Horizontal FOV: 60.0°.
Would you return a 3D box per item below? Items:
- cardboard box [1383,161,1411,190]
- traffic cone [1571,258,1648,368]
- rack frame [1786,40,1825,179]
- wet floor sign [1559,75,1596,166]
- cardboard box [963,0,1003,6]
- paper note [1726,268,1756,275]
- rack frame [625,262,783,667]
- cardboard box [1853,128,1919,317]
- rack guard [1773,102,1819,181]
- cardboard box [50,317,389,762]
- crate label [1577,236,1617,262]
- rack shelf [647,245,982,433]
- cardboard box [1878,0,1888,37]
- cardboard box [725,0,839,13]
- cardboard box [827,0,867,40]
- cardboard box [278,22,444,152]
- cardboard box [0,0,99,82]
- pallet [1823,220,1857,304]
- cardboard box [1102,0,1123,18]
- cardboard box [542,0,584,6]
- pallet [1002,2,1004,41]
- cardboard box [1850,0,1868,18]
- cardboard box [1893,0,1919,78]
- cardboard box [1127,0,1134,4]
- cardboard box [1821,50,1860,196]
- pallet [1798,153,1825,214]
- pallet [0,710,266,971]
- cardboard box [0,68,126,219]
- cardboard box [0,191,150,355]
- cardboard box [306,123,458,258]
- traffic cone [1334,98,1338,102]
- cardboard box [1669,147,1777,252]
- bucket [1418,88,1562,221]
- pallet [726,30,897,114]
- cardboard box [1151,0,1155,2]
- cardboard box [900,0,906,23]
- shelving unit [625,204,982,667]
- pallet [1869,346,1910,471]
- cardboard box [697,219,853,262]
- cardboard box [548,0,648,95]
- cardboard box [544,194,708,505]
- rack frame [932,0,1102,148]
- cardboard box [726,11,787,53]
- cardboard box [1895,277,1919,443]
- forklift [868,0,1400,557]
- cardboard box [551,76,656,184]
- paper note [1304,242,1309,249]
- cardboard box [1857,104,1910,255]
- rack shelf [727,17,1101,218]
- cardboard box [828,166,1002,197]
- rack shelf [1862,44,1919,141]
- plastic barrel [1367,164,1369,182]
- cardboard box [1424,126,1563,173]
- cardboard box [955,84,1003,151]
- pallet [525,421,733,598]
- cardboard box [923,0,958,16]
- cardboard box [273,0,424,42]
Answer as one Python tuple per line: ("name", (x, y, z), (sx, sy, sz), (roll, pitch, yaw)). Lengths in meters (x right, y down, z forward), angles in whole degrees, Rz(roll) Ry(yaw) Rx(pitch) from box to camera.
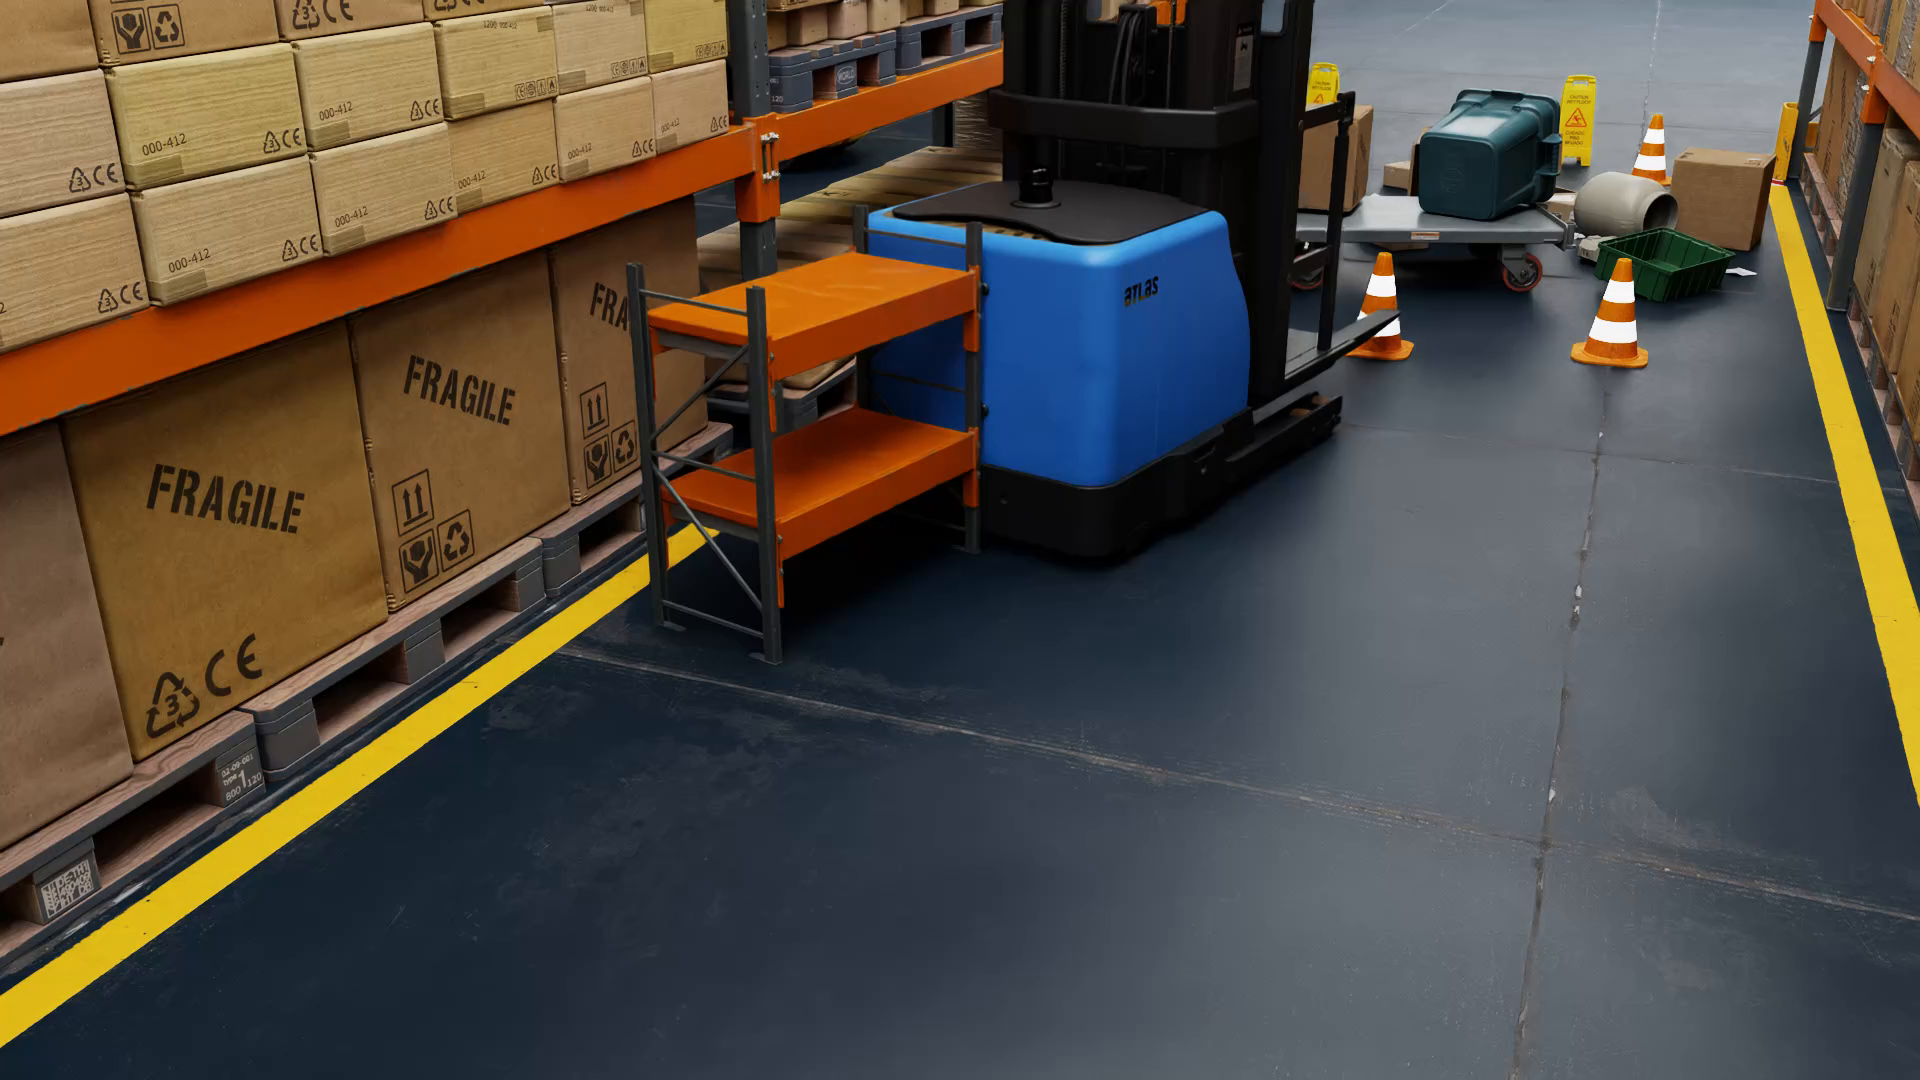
("cardboard box", (3.193, -2.542, 11.642), (0.250, 0.149, 0.380), (-17, 28, -35))
("traffic cone", (3.052, -1.077, 7.727), (0.336, 0.463, 0.334), (9, 24, 20))
("rack frame", (6.438, -3.942, 11.297), (1.000, 3.000, 0.127), (9, 24, 20))
("wet floor sign", (4.610, -3.150, 12.454), (0.267, 0.644, 0.232), (5, 23, 11))
("cardboard box", (-0.009, -2.675, 8.043), (0.380, 0.149, 0.250), (9, 24, 20))
("paper note", (4.361, -1.512, 9.328), (0.147, 0.020, 0.142), (-7, 24, -17))
("rack frame", (-0.733, -0.209, 4.790), (0.500, 1.125, 0.032), (15, 27, 32))
("cardboard box", (4.805, -1.432, 7.660), (1.050, 0.750, 0.750), (9, 24, 20))
("rack guard", (6.447, -2.798, 11.799), (1.175, 0.500, 0.348), (9, 24, 20))
("cardboard box", (-2.169, -0.092, 4.290), (0.875, 0.875, 0.875), (10, 24, 22))
("crate label", (3.713, -1.659, 9.544), (0.298, 0.136, 0.250), (-7, 24, -17))
("rack shelf", (-0.438, -0.638, 5.058), (0.538, 0.278, 1.000), (15, 27, 32))
("cardboard box", (5.078, -2.714, 8.161), (0.875, 0.550, 0.550), (9, 24, 20))
("cardboard box", (-0.785, -2.257, 6.202), (0.500, 0.500, 0.500), (8, 24, 19))
("cardboard box", (-0.593, -2.107, 6.685), (0.380, 0.149, 0.250), (7, 24, 17))
("cardboard box", (-1.662, -1.148, 4.153), (0.500, 0.250, 0.500), (8, 24, 18))
("cardboard box", (-2.059, -1.131, 3.138), (0.500, 0.500, 0.500), (9, 24, 20))
("pallet", (5.307, -1.485, 9.032), (1.003, 0.211, 1.213), (9, 24, 20))
("cardboard box", (0.733, -3.134, 9.688), (0.380, 0.149, 0.250), (9, 24, 20))
("cardboard box", (-1.299, -1.852, 4.866), (0.500, 0.500, 0.500), (9, 24, 21))
("pallet", (-0.100, -2.842, 8.912), (1.003, 0.211, 1.213), (9, 24, 20))
("cardboard box", (5.675, -3.294, 9.551), (0.875, 0.550, 0.500), (9, 24, 20))
("cardboard box", (4.320, -2.227, 7.060), (0.500, 0.500, 0.500), (9, 24, 20))
("cardboard box", (0.849, -3.332, 10.161), (0.380, 0.149, 0.250), (9, 24, 20))
("cardboard box", (5.922, -2.589, 10.267), (0.875, 0.875, 0.875), (8, 24, 19))
("pallet", (6.213, -2.358, 11.122), (1.003, 0.211, 1.213), (9, 24, 20))
("pallet", (-2.436, 0.679, 3.851), (1.003, 0.211, 1.213), (9, 24, 20))
("cardboard box", (-2.060, -0.790, 3.295), (0.500, 0.250, 0.500), (9, 24, 21))
("cardboard box", (-2.054, -0.557, 3.385), (0.500, 0.250, 0.500), (8, 24, 19))
("cardboard box", (-1.654, -0.915, 4.244), (0.500, 0.250, 0.500), (8, 24, 19))
("traffic cone", (2.842, -3.106, 12.585), (0.336, 0.463, 0.334), (9, 24, 20))
("cardboard box", (4.576, -2.061, 10.033), (0.500, 0.500, 0.500), (13, 26, 29))
("bucket", (2.862, -2.081, 9.115), (0.726, 0.611, 0.620), (19, 39, 38))
("pallet", (-1.001, -1.934, 6.737), (1.213, 0.211, 1.003), (9, 24, 20))
("cardboard box", (1.044, -3.515, 10.600), (0.380, 0.149, 0.250), (9, 24, 20))
("cardboard box", (-0.455, -2.300, 7.146), (0.380, 0.149, 0.250), (10, 25, 23))
("shelving unit", (-0.438, -0.368, 5.171), (0.538, 1.125, 1.048), (15, 27, 32))
("pallet", (4.284, -0.499, 6.672), (1.003, 0.211, 1.213), (9, 24, 20))
("cardboard box", (-0.681, -1.199, 7.594), (0.950, 0.372, 0.625), (8, 24, 19))
("cardboard box", (-1.298, -1.520, 5.043), (0.500, 0.250, 0.500), (8, 24, 19))
("cardboard box", (-1.501, -0.730, 5.818), (0.875, 0.875, 0.875), (9, 24, 20))
("rack frame", (0.319, -3.184, 9.480), (1.000, 3.000, 0.127), (9, 24, 20))
("cardboard box", (-0.874, -1.920, 6.235), (0.380, 0.149, 0.250), (7, 24, 17))
("cardboard box", (4.097, -0.754, 6.037), (1.050, 0.750, 0.750), (9, 24, 21))
("forklift", (0.897, -1.808, 6.275), (1.130, 2.935, 3.031), (15, 27, 32))
("cardboard box", (-1.289, -1.280, 5.117), (0.500, 0.250, 0.500), (9, 24, 21))
("paper note", (2.099, -1.759, 9.921), (0.148, 0.019, 0.142), (9, 24, 20))
("cardboard box", (5.251, -1.939, 8.713), (0.875, 0.875, 0.875), (9, 24, 21))
("rack shelf", (-0.424, -2.136, 7.905), (1.077, 0.370, 4.000), (9, 24, 20))
("cardboard box", (-0.138, -1.719, 8.838), (0.950, 0.372, 0.625), (10, 25, 23))
("rack shelf", (4.209, -1.463, 6.295), (1.077, 0.370, 4.000), (9, 24, 20))
("plastic barrel", (2.443, -2.470, 11.115), (0.421, 0.421, 0.512), (-12, 25, -26))
("cardboard box", (3.502, -2.472, 11.015), (0.797, 0.503, 0.637), (-7, 24, -17))
("cardboard box", (0.289, -2.705, 10.383), (0.500, 0.500, 0.500), (8, 24, 19))
("pallet", (-1.530, -0.194, 5.941), (1.003, 0.211, 1.213), (9, 24, 20))
("cardboard box", (-0.229, -2.491, 7.603), (0.380, 0.149, 0.250), (10, 25, 22))
("cardboard box", (-1.685, -1.496, 4.012), (0.500, 0.500, 0.500), (8, 24, 19))
